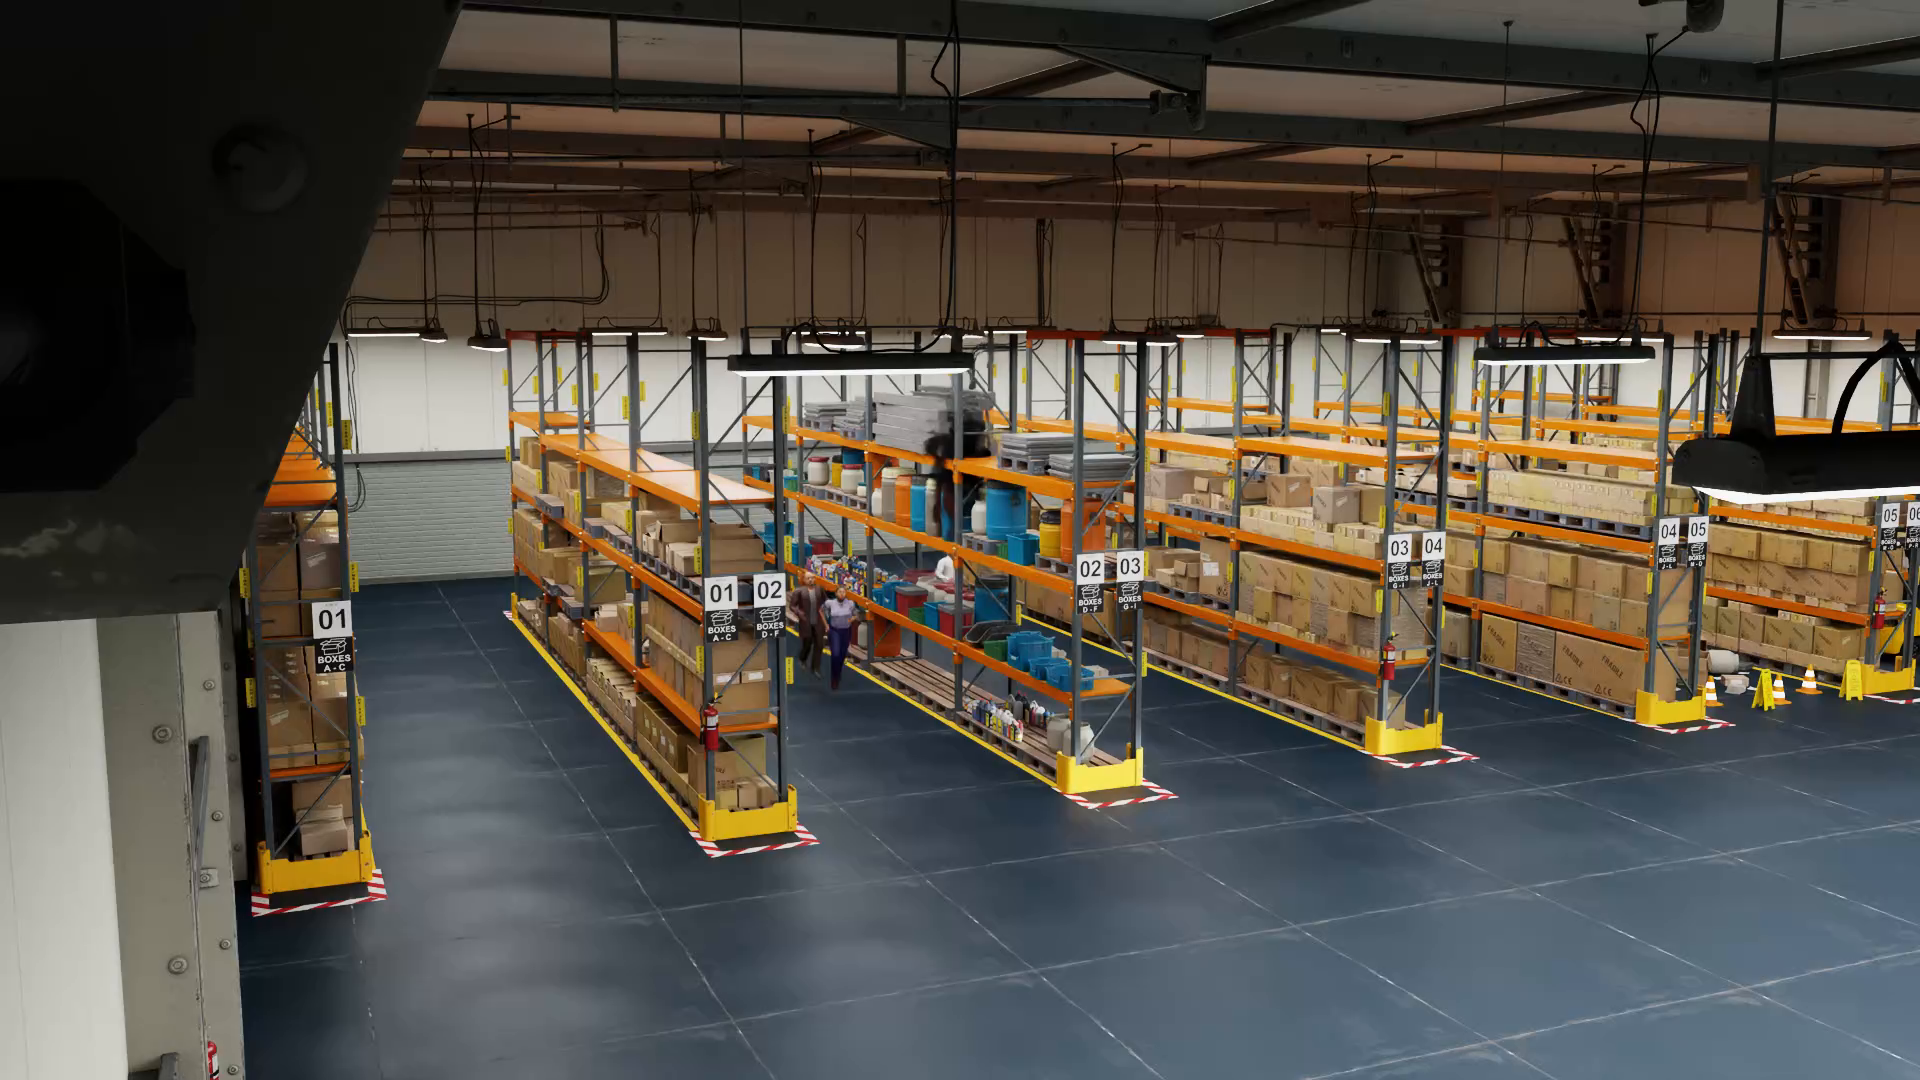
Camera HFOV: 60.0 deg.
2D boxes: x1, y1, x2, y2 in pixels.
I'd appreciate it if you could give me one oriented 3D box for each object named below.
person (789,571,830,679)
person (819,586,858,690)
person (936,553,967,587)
[{"bbox_3d":[-2.497,1.403,27.968,0.724,1.757,0.883,-3,8,-21],"label":"person"},{"bbox_3d":[-1.956,1.585,27.139,0.591,1.713,0.705,-3,8,-18],"label":"person"},{"bbox_3d":[-0.167,0.956,33.141,0.720,1.759,0.962,-5,9,-35],"label":"person"}]
